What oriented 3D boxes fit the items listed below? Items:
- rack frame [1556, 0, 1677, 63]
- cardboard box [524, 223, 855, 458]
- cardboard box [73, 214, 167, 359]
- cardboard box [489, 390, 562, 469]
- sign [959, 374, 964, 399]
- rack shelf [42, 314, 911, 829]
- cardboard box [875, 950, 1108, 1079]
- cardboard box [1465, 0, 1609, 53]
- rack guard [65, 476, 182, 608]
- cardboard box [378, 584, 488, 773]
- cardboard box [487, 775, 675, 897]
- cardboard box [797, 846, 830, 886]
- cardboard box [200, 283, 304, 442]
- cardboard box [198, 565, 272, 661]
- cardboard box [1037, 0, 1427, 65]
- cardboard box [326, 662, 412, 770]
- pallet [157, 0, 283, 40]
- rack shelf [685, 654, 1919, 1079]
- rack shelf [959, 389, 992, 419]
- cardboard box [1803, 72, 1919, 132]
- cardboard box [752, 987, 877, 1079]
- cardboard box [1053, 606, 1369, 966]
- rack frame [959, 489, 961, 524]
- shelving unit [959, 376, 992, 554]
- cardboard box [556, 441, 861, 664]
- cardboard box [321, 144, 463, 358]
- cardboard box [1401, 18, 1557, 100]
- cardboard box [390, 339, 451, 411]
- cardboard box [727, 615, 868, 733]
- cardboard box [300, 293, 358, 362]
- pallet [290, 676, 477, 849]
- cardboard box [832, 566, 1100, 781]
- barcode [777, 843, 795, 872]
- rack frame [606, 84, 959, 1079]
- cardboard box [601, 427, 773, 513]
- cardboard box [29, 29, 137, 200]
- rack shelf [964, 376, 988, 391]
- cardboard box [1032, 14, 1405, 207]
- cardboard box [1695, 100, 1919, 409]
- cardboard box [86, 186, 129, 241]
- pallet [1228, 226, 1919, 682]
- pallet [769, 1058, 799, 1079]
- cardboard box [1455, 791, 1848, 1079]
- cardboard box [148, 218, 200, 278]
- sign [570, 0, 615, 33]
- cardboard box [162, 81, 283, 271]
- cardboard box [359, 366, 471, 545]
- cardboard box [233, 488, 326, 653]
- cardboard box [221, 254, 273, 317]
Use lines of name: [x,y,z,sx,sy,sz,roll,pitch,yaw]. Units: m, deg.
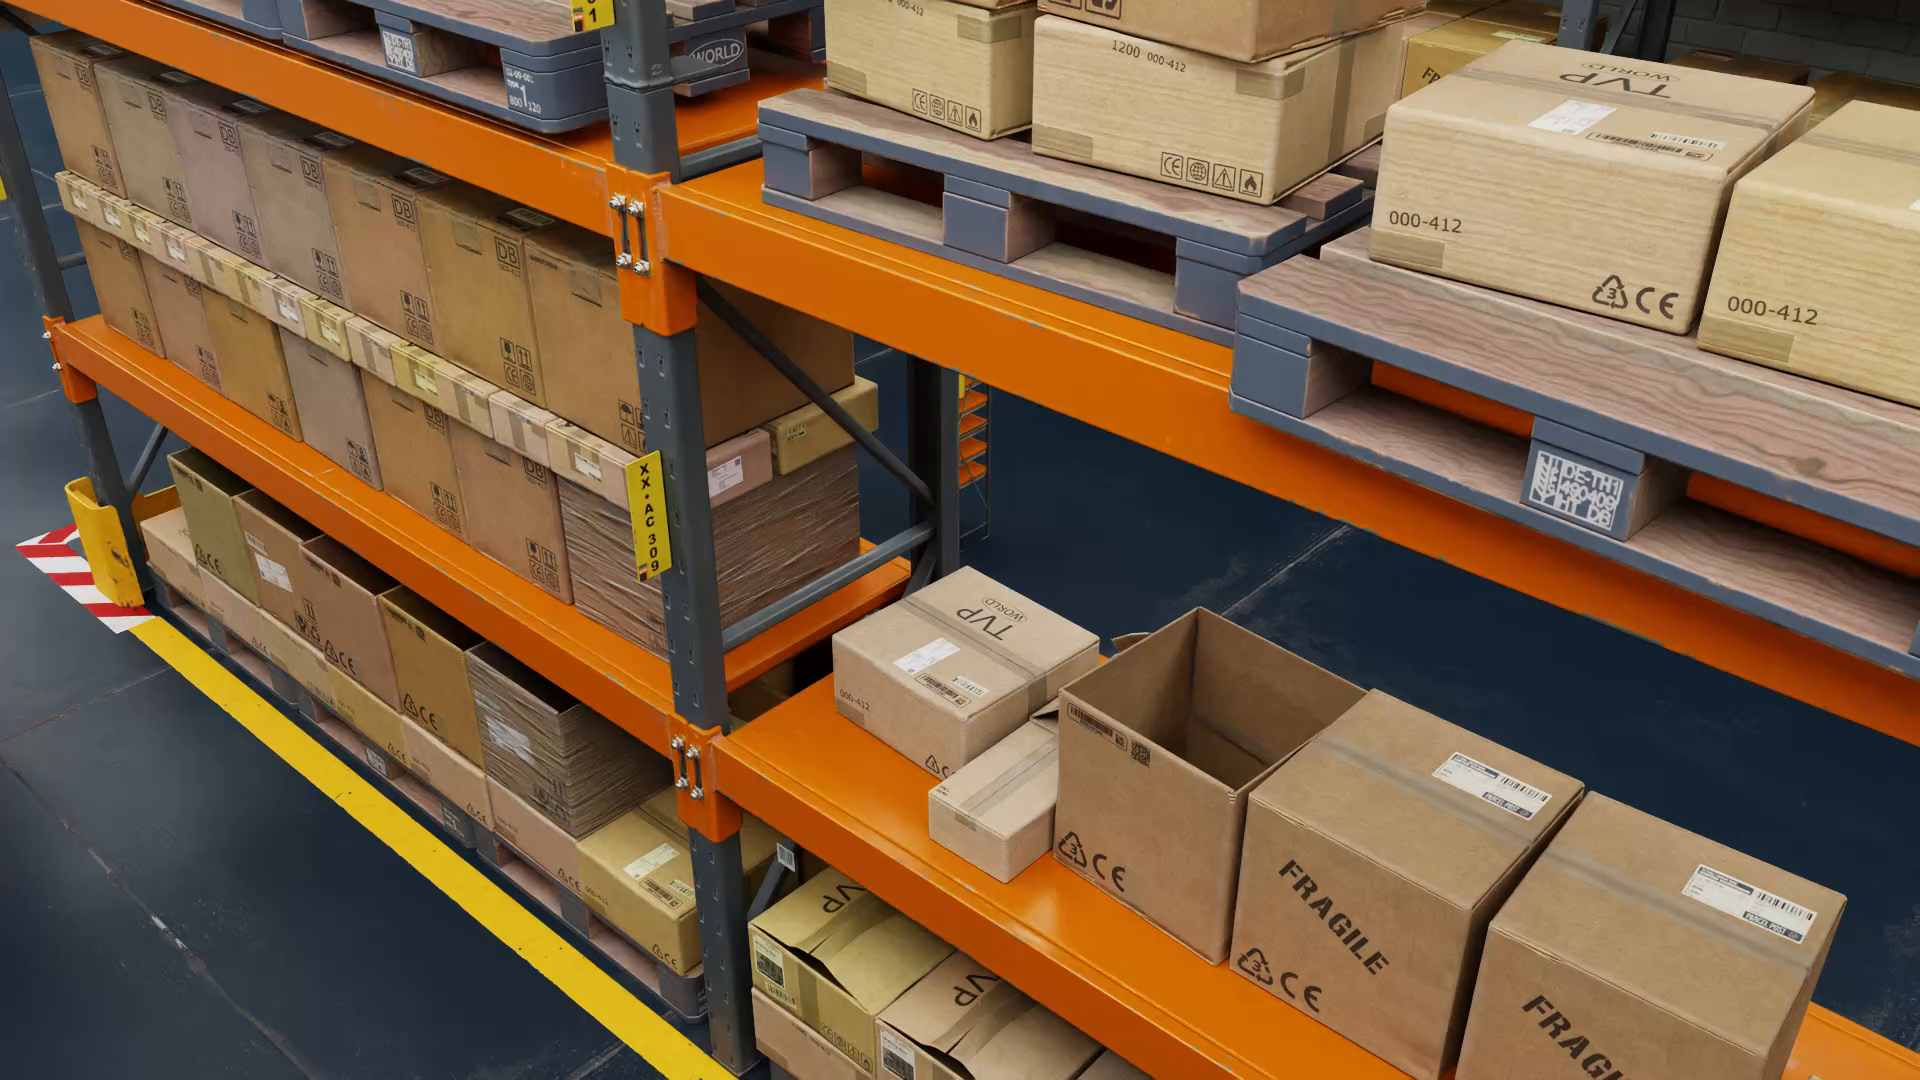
rack frame: [2.942,-1.758,7.763,0.127,3.000,1.000,25,39,35]
cardboard box: [-0.713,-0.613,4.504,0.500,0.500,0.700,25,39,35]
cardboard box: [-3.008,-1.124,6.611,0.500,0.500,0.700,25,39,35]
cardboard box: [-1.103,-0.372,4.733,0.250,0.149,0.380,24,38,34]
sign: [-0.023,-0.536,4.686,0.005,0.325,0.100,25,39,35]
rack shelf: [-1.863,-0.247,5.949,4.000,0.370,1.077,25,39,35]
cardboard box: [0.127,1.309,4.383,0.500,0.311,0.500,25,39,35]
cardboard box: [2.733,-2.267,8.006,0.500,0.500,0.500,24,38,34]
rack guard: [-3.363,-0.185,7.572,0.348,0.500,1.175,25,39,35]
cardboard box: [-1.606,0.388,5.729,0.500,0.500,0.500,25,39,35]
cardboard box: [-1.234,0.882,5.636,0.500,0.250,0.500,25,39,35]
cardboard box: [-0.520,0.859,5.674,0.500,0.250,0.500,25,39,35]
cardboard box: [-2.251,-0.770,6.023,0.500,0.500,0.700,25,39,35]
cardboard box: [-2.724,0.193,6.780,0.500,0.250,0.500,25,39,35]
cardboard box: [0.489,-1.168,2.885,0.500,0.500,0.500,-25,39,-35]
cardboard box: [-1.986,0.541,6.201,0.500,0.250,0.500,25,39,35]
pallet: [-1.930,-1.818,5.038,1.213,0.211,1.003,25,39,35]
rack shelf: [1.103,1.138,3.650,4.000,0.370,1.077,25,39,35]
rack shelf: [-0.011,-0.584,7.410,0.180,0.103,0.258,25,39,35]
cardboard box: [3.706,-1.604,6.983,0.700,0.500,0.500,-25,39,-35]
cardboard box: [-0.247,1.370,4.825,0.500,0.250,0.500,24,38,34]
cardboard box: [0.569,0.549,3.833,0.500,0.500,0.500,-26,40,-36]
rack frame: [-0.079,-0.551,7.501,0.006,1.200,0.240,25,39,35]
shelving unit: [-0.011,-0.519,7.449,0.189,1.200,0.258,25,39,35]
cardboard box: [-0.713,-0.057,4.839,0.500,0.500,0.700,24,38,34]
cardboard box: [-1.459,-0.961,5.083,0.500,0.500,0.700,25,39,35]
cardboard box: [2.384,-2.069,7.678,0.500,0.500,0.500,25,39,35]
cardboard box: [-1.478,-0.549,5.027,0.250,0.149,0.380,25,39,35]
cardboard box: [-0.513,0.534,5.487,0.500,0.500,0.500,25,39,35]
cardboard box: [-1.864,-0.727,5.323,0.250,0.149,0.380,27,40,37]
pallet: [-1.850,0.618,6.518,1.213,0.211,1.003,25,39,35]
cardboard box: [0.015,0.355,4.397,0.500,0.250,0.500,-27,40,-37]
barcode: [-0.470,0.856,4.486,0.075,0.075,0.001,25,39,35]
rack frame: [-0.380,0.137,4.614,0.127,3.000,1.000,25,39,35]
cardboard box: [-0.725,-0.196,4.441,0.250,0.149,0.380,25,39,35]
cardboard box: [-2.969,-1.661,6.246,0.500,0.500,0.700,25,39,35]
rack shelf: [-0.011,-0.687,7.348,0.180,0.103,0.258,25,39,35]
cardboard box: [0.480,-0.858,3.096,0.500,0.250,0.500,21,37,31]
cardboard box: [1.395,-0.392,2.322,0.500,0.250,0.500,24,39,34]
cardboard box: [-3.001,-1.259,6.208,0.250,0.149,0.380,24,38,34]
pallet: [1.192,-0.269,2.564,1.213,0.211,1.003,27,40,37]
pallet: [0.193,1.572,4.934,1.213,0.211,1.003,25,39,35]
cardboard box: [1.331,0.904,3.243,0.500,0.500,0.500,23,38,33]
cardboard box: [-2.632,-1.084,5.917,0.250,0.149,0.380,24,39,34]
sign: [-0.751,-1.191,3.333,0.005,0.325,0.100,25,39,35]
cardboard box: [-2.201,-1.307,5.658,0.500,0.500,0.700,25,39,35]
cardboard box: [-1.478,-0.412,5.429,0.500,0.500,0.700,26,39,36]
cardboard box: [-2.346,0.041,6.306,0.500,0.500,0.500,25,39,35]
cardboard box: [-2.243,-0.905,5.619,0.250,0.149,0.380,24,39,35]
